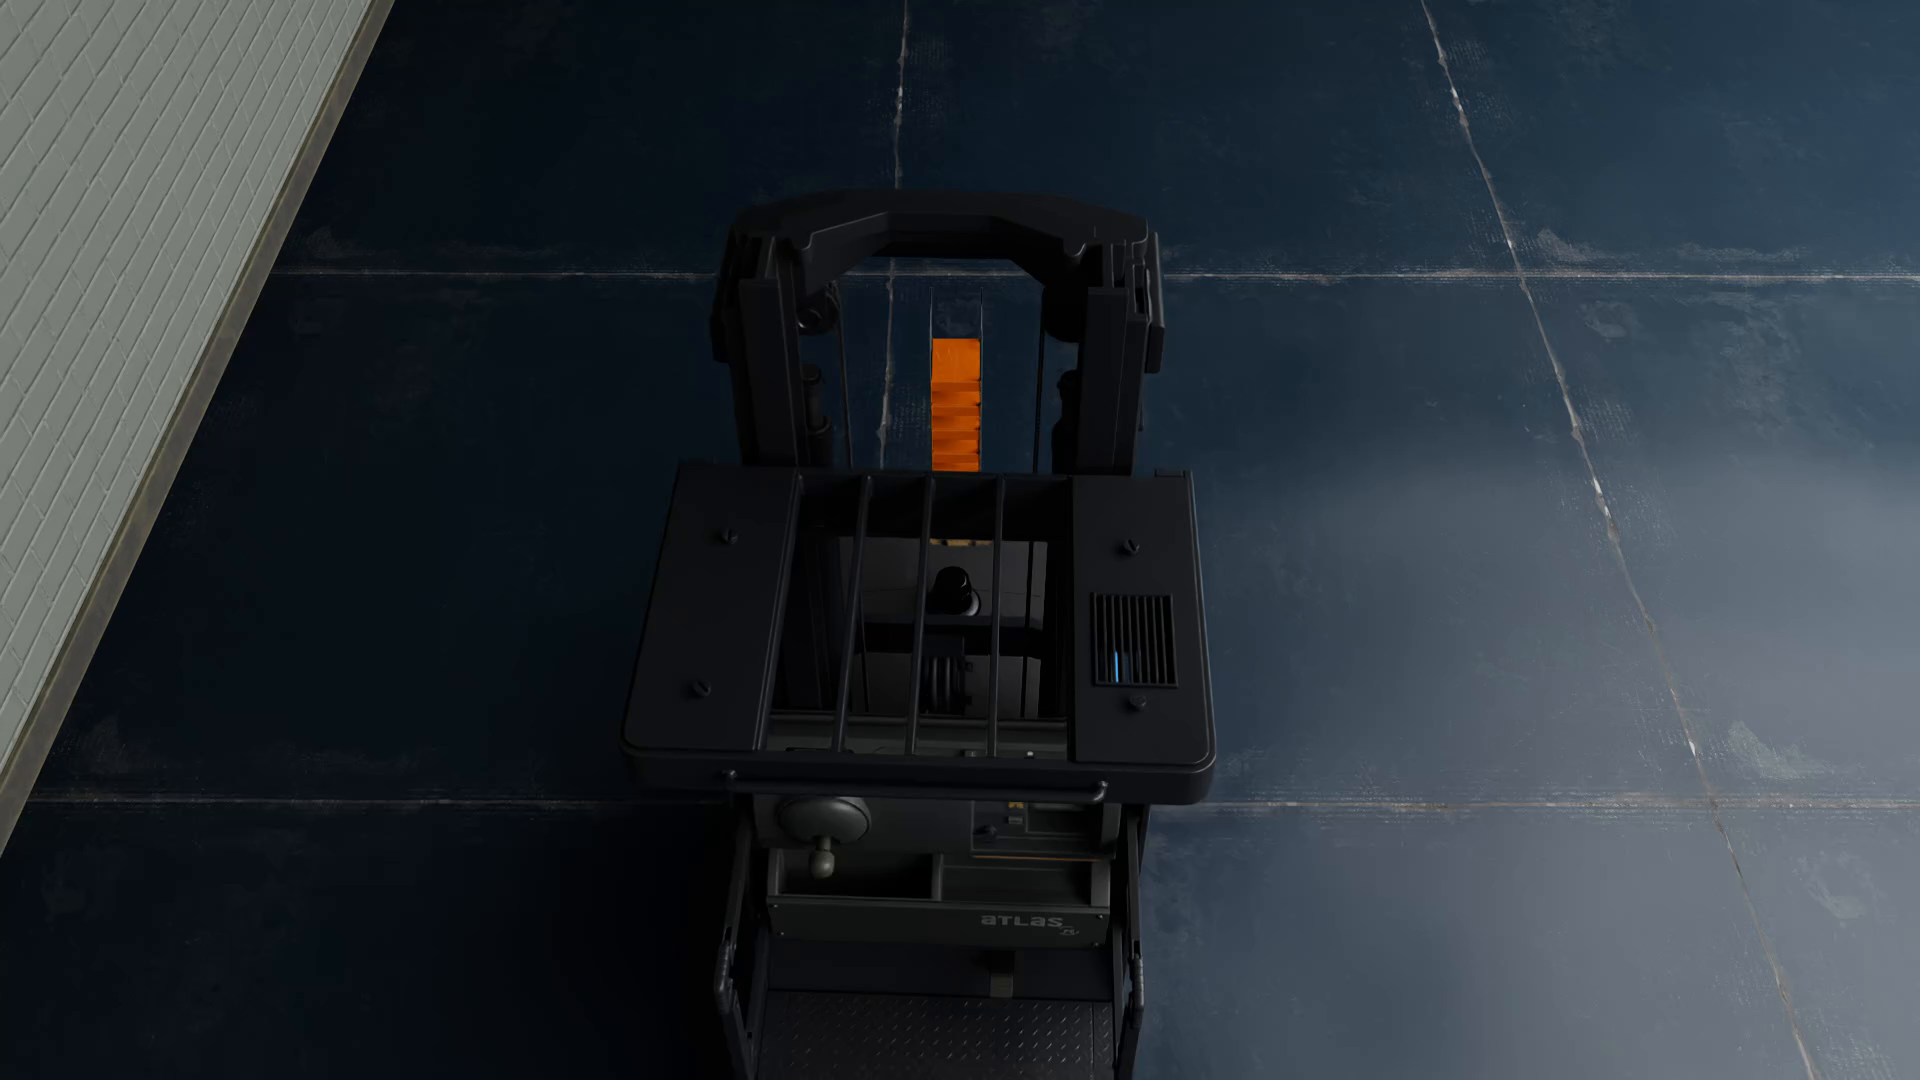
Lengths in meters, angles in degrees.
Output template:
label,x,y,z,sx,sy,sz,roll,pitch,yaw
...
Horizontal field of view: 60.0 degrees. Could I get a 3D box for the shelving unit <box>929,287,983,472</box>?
label,x,y,z,sx,sy,sz,roll,pitch,yaw
shelving unit,-0.014,-0.409,6.311,0.189,1.200,0.258,0,47,0

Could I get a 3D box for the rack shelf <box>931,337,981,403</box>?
label,x,y,z,sx,sy,sz,roll,pitch,yaw
rack shelf,-0.014,-0.624,6.080,0.180,0.103,0.258,0,47,0

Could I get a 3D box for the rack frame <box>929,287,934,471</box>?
label,x,y,z,sx,sy,sz,roll,pitch,yaw
rack frame,-0.106,-0.409,6.311,0.006,1.200,0.240,0,47,0

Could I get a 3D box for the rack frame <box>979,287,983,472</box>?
label,x,y,z,sx,sy,sz,roll,pitch,yaw
rack frame,0.077,-0.409,6.311,0.006,1.200,0.240,0,47,0

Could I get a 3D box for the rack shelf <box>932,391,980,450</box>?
label,x,y,z,sx,sy,sz,roll,pitch,yaw
rack shelf,-0.014,-0.460,6.256,0.180,0.103,0.258,0,47,0

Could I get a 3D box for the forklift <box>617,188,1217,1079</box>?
label,x,y,z,sx,sy,sz,roll,pitch,yaw
forklift,-0.064,0.762,4.039,1.130,2.935,3.031,2,47,1

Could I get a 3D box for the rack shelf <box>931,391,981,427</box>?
label,x,y,z,sx,sy,sz,roll,pitch,yaw
rack shelf,-0.014,-0.542,6.168,0.180,0.103,0.258,0,47,0

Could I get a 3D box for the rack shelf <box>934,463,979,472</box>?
label,x,y,z,sx,sy,sz,roll,pitch,yaw
rack shelf,-0.014,-0.297,6.431,0.180,0.103,0.258,0,47,0

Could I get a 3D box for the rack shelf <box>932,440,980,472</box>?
label,x,y,z,sx,sy,sz,roll,pitch,yaw
rack shelf,-0.014,-0.379,6.343,0.180,0.103,0.258,0,47,0
